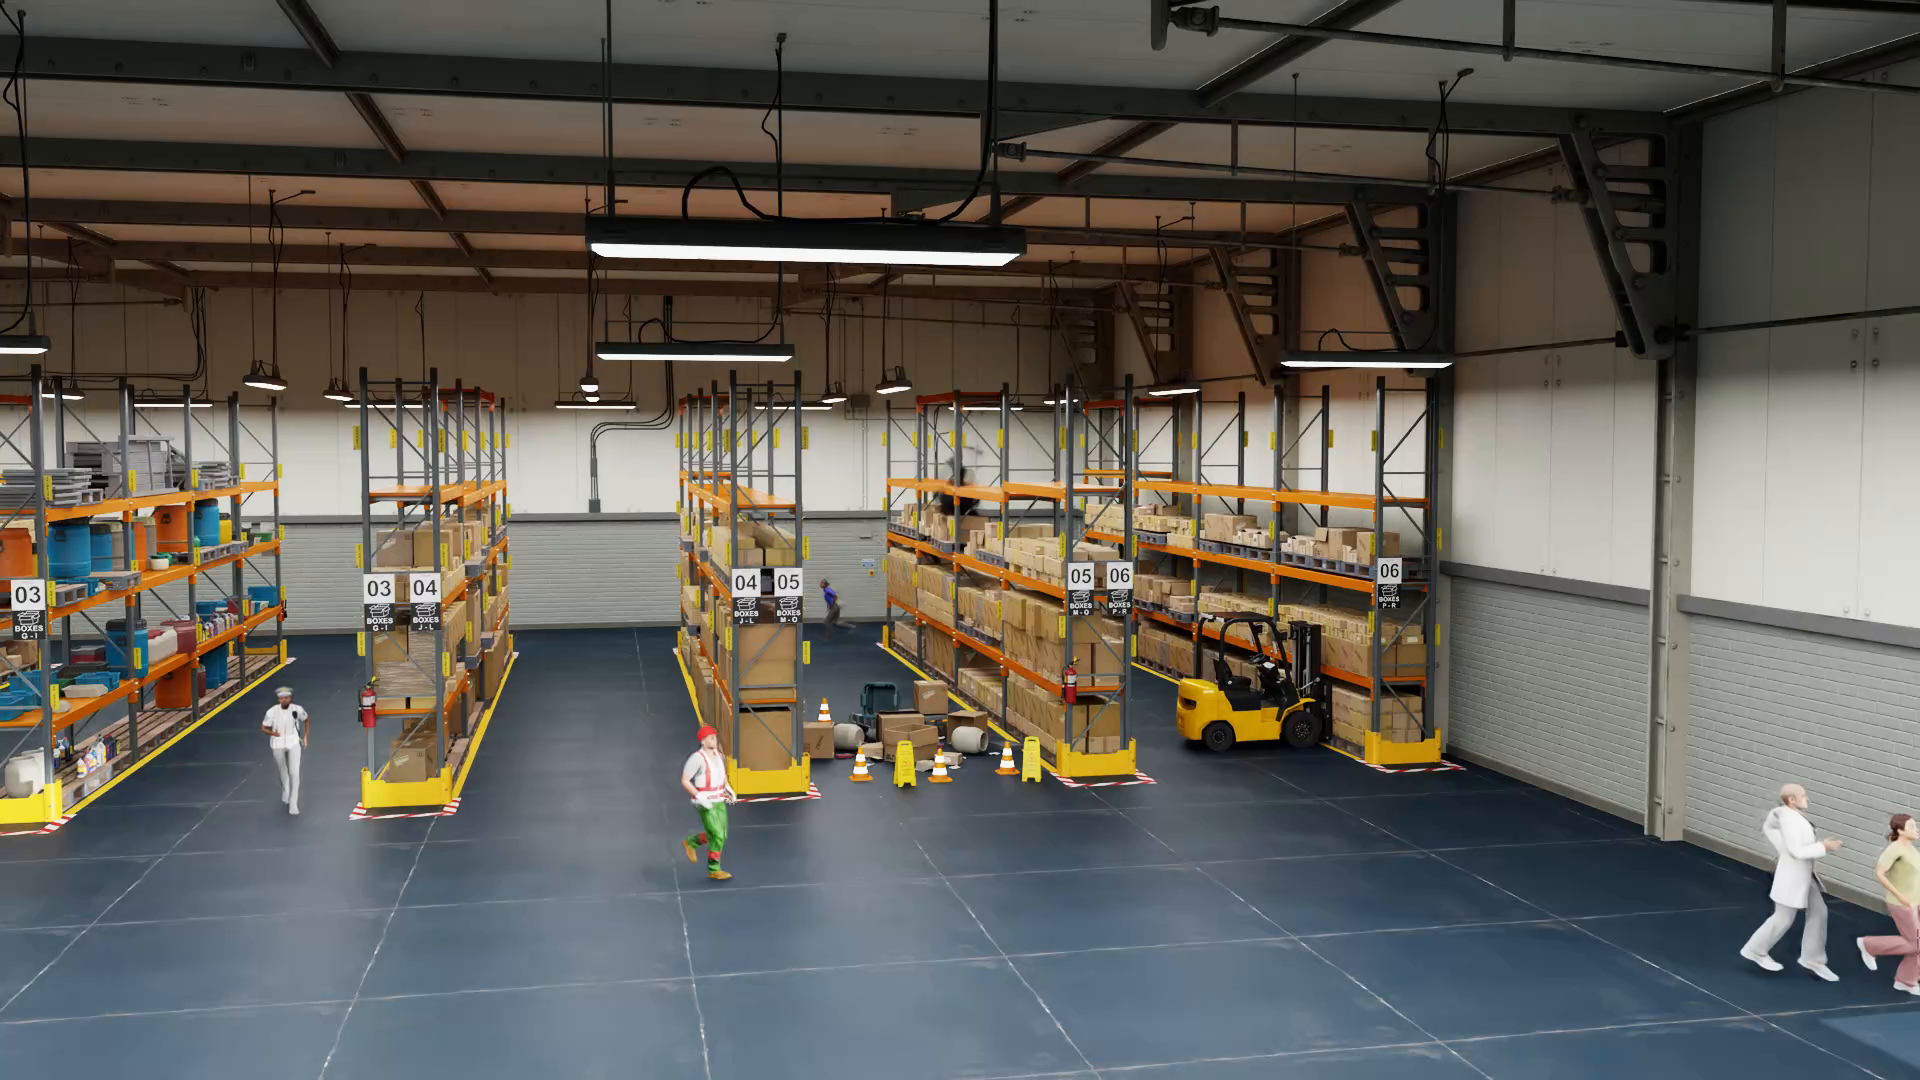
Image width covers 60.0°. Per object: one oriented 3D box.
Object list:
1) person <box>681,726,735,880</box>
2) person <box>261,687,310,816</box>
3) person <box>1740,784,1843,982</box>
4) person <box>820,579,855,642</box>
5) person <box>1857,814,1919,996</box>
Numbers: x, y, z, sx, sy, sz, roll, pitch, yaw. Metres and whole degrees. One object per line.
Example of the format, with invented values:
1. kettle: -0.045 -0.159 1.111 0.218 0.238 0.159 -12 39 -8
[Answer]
1. person: -2.929 2.992 19.060 0.725 1.747 0.697 2 4 28
2. person: -9.142 2.825 22.562 0.609 1.716 0.903 -1 4 -18
3. person: 7.753 3.178 15.496 0.832 1.831 0.685 2 4 33
4. person: -3.053 1.769 41.469 0.892 1.621 0.584 -1 4 -17
5. person: 8.556 3.296 15.161 0.586 1.612 0.611 -3 4 -39
